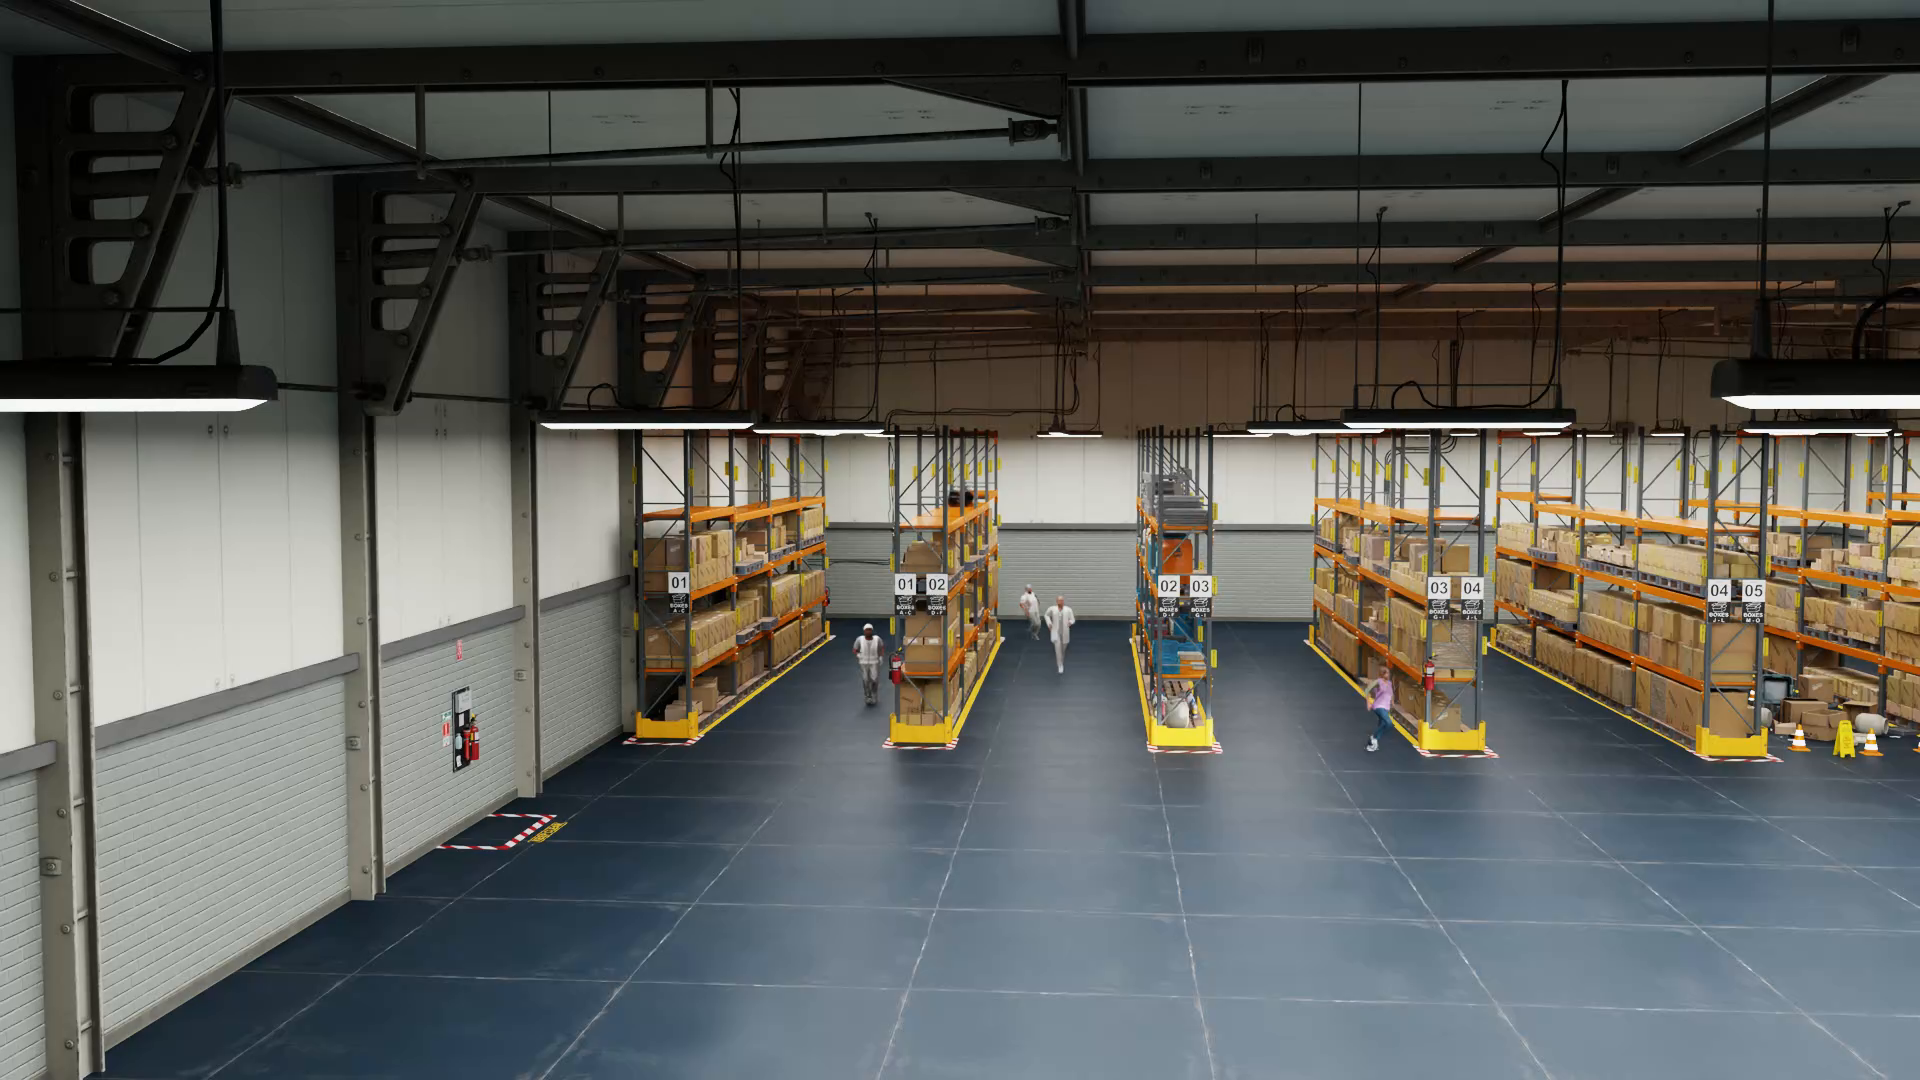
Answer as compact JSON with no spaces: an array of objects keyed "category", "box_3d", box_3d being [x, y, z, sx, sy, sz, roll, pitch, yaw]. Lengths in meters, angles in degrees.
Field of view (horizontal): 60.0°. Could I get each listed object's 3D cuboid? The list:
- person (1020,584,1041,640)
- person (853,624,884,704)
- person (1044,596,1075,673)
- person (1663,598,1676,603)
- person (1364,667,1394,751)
[{"category":"person","box_3d":[2.073,2.074,47.654,0.645,1.605,0.495,-3,4,-40]},{"category":"person","box_3d":[-1.976,2.683,35.891,0.681,1.754,0.631,0,3,-1]},{"category":"person","box_3d":[2.374,2.220,39.429,0.710,1.782,0.967,0,3,-4]},{"category":"person","box_3d":[20.216,2.083,47.240,0.620,1.640,0.658,2,4,30]},{"category":"person","box_3d":[7.782,3.111,30.544,0.542,1.536,0.547,-2,4,-33]}]
